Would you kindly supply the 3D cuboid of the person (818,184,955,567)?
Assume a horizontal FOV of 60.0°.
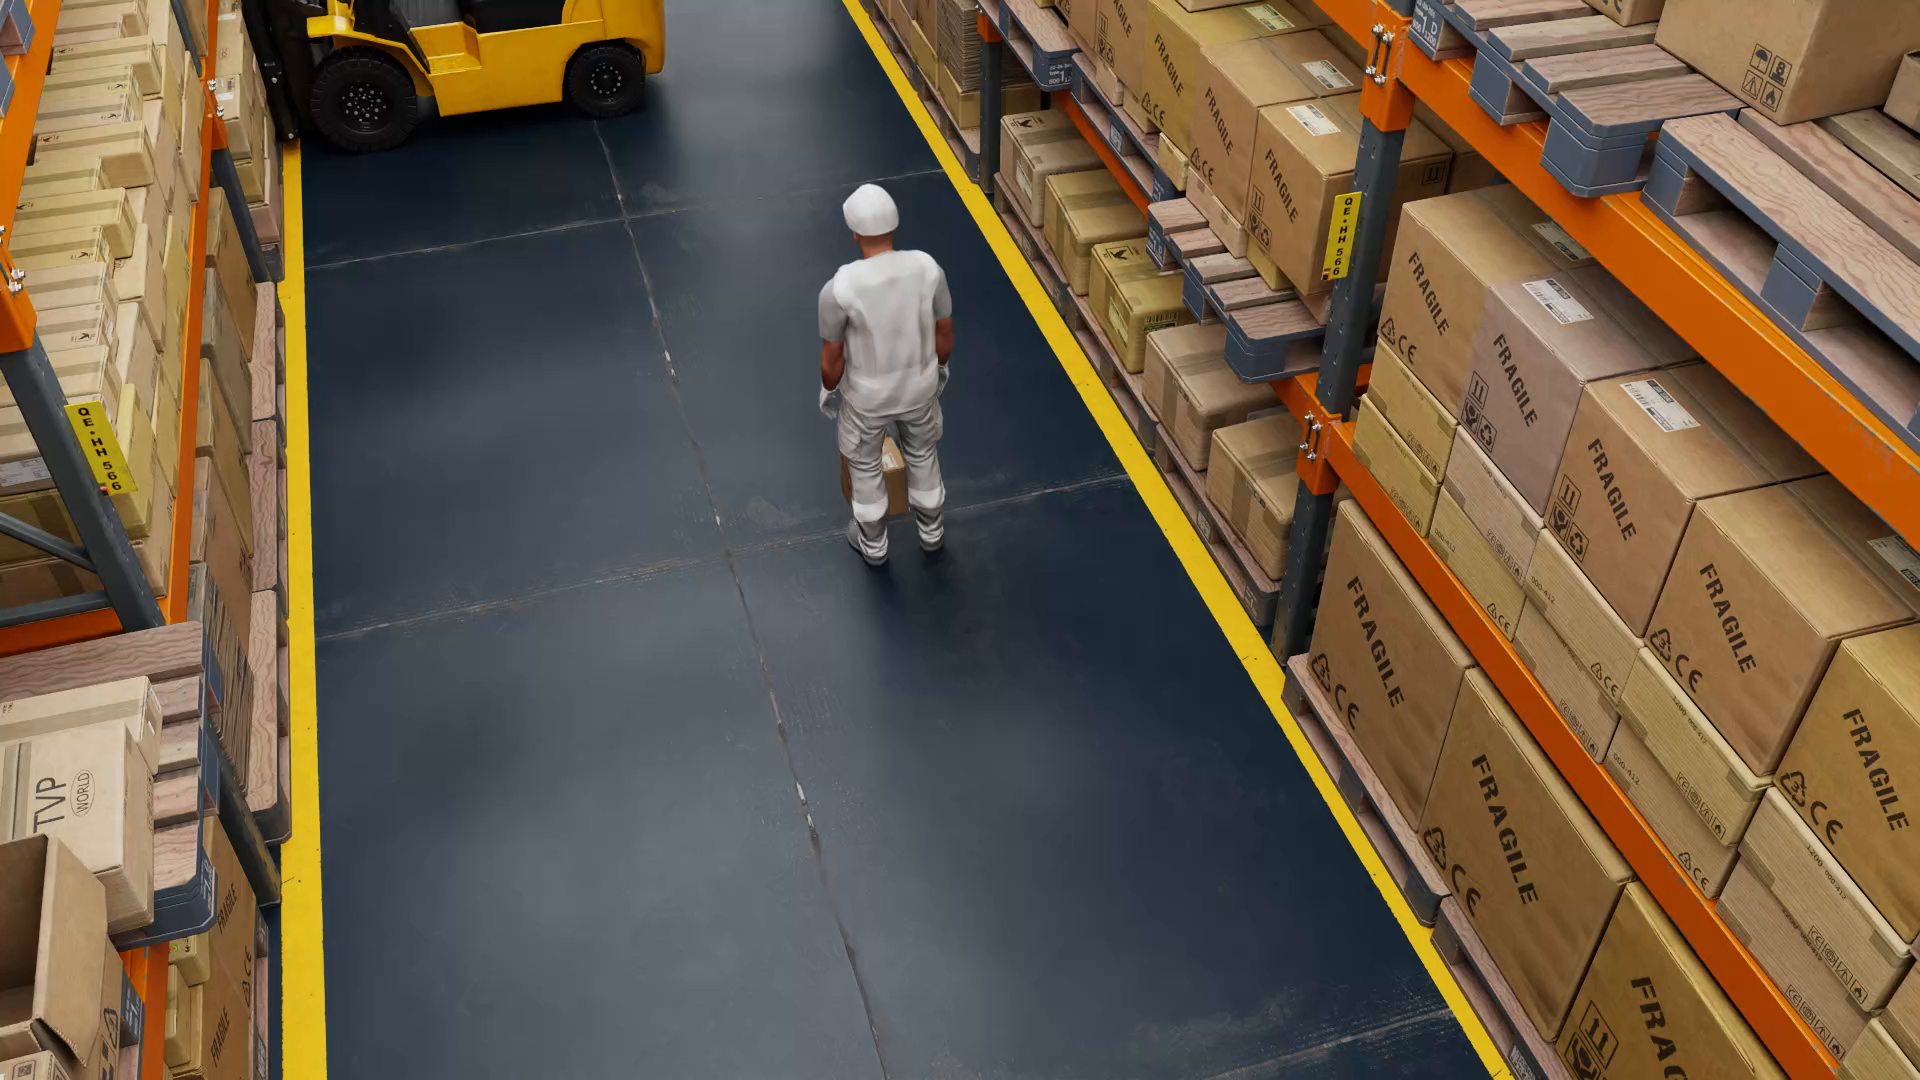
[{"bbox_3d":[-0.300,-0.640,6.862,0.574,1.781,0.438,-13,44,-14],"label":"person"}]
